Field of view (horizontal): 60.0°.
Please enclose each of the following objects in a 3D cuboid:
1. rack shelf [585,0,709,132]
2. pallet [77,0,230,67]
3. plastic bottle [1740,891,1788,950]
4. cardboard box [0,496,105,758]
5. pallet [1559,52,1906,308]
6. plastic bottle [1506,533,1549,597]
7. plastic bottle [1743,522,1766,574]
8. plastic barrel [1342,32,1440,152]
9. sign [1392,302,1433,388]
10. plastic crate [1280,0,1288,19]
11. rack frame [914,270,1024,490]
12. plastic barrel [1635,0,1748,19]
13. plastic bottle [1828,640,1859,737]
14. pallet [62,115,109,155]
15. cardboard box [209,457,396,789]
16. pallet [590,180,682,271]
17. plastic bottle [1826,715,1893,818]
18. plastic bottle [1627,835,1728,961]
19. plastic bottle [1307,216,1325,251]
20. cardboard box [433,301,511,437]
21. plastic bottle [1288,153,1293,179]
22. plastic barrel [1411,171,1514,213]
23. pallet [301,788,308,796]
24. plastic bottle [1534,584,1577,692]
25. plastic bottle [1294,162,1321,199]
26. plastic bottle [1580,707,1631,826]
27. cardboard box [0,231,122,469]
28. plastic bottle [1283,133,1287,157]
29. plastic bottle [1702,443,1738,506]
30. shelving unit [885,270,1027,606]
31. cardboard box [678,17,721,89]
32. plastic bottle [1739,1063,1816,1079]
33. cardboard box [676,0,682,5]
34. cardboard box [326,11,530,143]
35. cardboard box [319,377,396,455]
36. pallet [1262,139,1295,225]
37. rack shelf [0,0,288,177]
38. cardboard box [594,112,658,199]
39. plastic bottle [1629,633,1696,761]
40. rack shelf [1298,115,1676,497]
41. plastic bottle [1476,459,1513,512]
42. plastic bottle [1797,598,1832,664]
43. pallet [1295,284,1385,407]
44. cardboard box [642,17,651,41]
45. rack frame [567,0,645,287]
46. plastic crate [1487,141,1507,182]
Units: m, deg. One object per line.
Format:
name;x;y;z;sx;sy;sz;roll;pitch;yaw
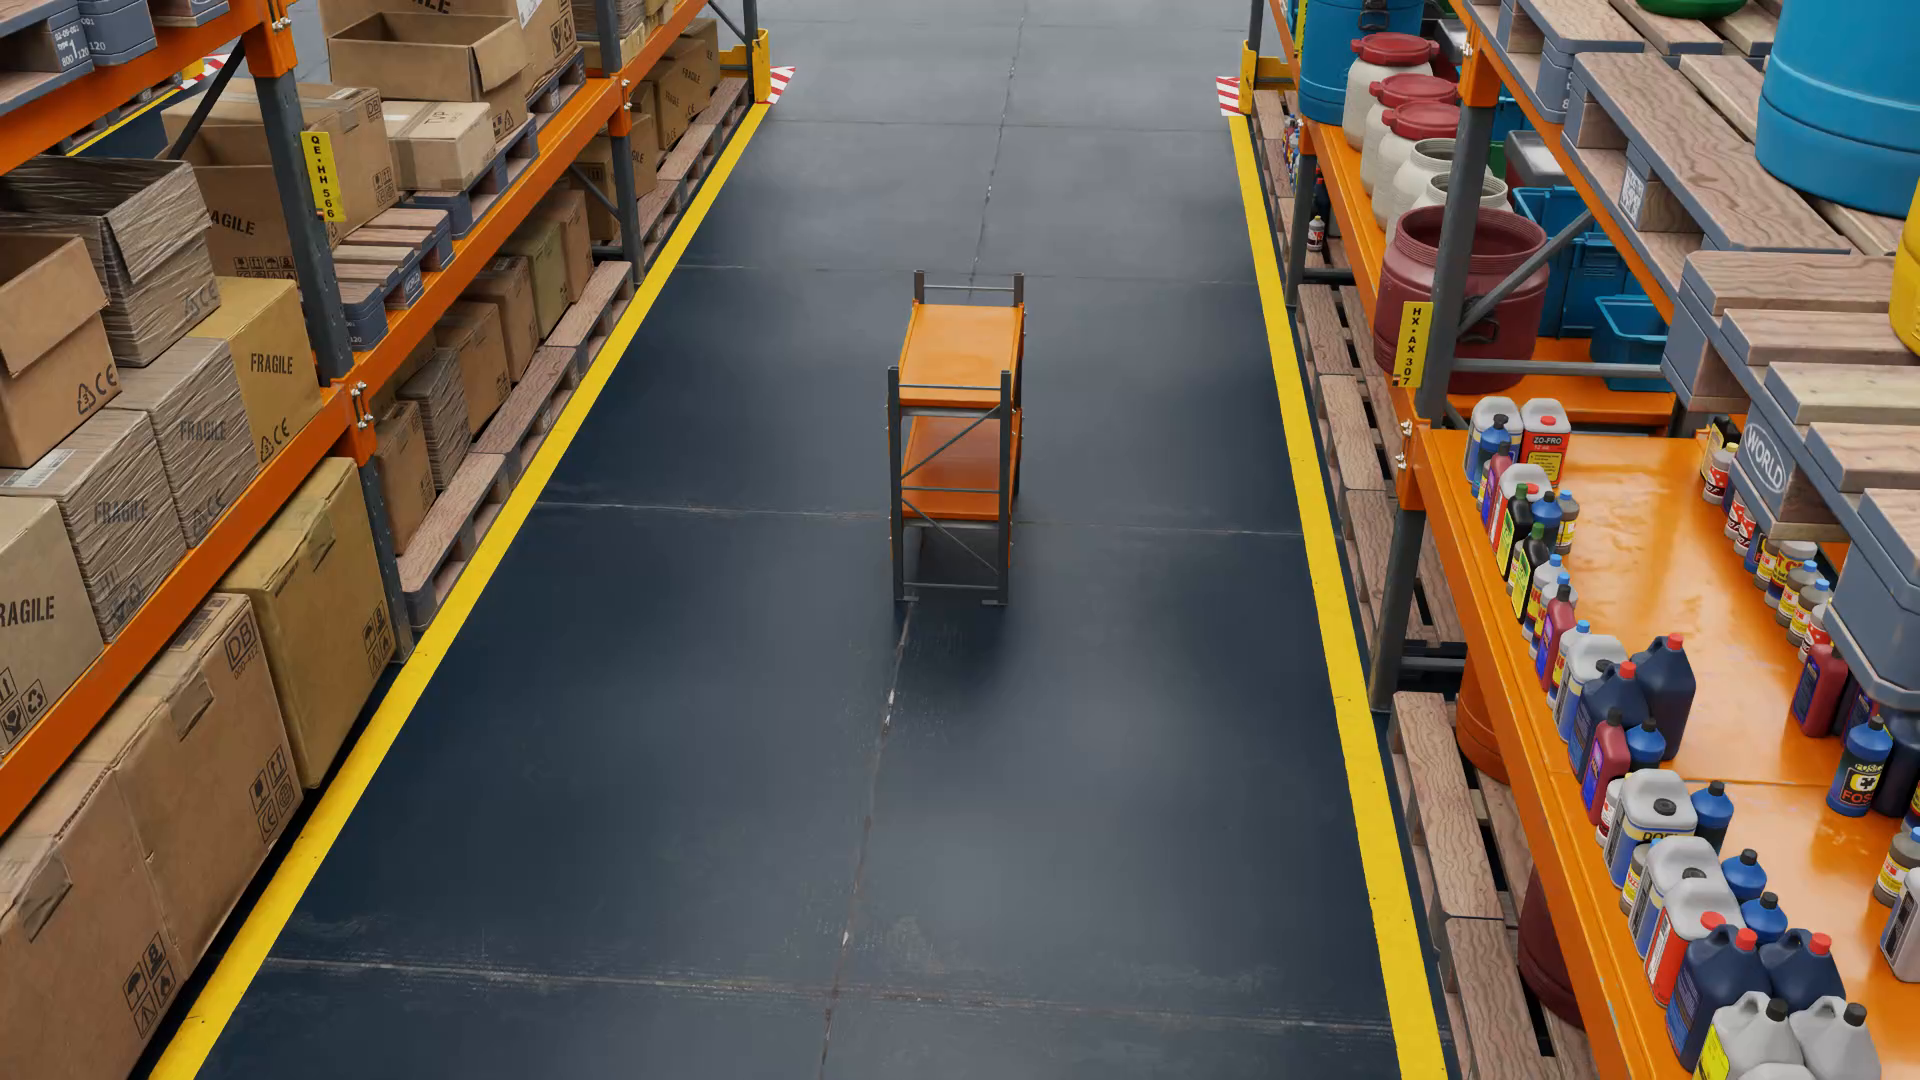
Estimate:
rack shelf;-2.309;-3.639;11.481;1.077;0.370;4.000;2;32;4
pallet;-2.797;-1.665;4.914;1.213;0.211;1.003;4;32;6
plastic bottle;1.720;0.871;3.600;0.097;0.271;0.097;0;32;0
cardboard box;-2.718;0.217;4.444;0.500;0.500;0.500;3;32;5
pallet;1.869;-0.708;3.361;1.003;0.211;1.213;2;32;4
plastic bottle;1.697;0.072;4.963;0.097;0.201;0.097;0;32;0
plastic bottle;2.469;-0.029;5.061;0.097;0.271;0.097;0;32;0
plastic barrel;2.168;-2.254;8.420;0.433;0.535;0.433;0;32;0
sign;1.590;-0.685;5.847;0.100;0.325;0.005;2;32;4
plastic crate;2.345;-3.435;10.716;0.530;0.136;0.437;2;32;4
rack frame;0.041;-0.741;7.880;0.500;1.125;0.032;2;32;4
plastic barrel;1.824;-1.441;4.118;0.294;0.245;0.294;0;32;0
plastic bottle;2.384;0.334;4.396;0.144;0.351;0.185;2;32;4
pallet;-7.170;-3.011;12.434;1.003;0.211;1.213;2;32;4
cardboard box;-2.874;0.278;6.064;1.225;0.875;0.875;1;32;2
pallet;-2.452;-2.065;10.899;1.003;0.211;1.213;2;32;4
plastic bottle;2.234;0.552;4.118;0.097;0.271;0.097;0;32;0
plastic bottle;1.605;0.804;3.705;0.152;0.276;0.135;2;32;4
plastic bottle;2.184;-1.887;10.200;0.097;0.201;0.097;0;32;0
cardboard box;-2.691;-0.869;8.265;0.700;0.500;0.500;5;32;8
plastic bottle;2.288;-2.557;11.288;0.097;0.201;0.097;0;32;0
plastic barrel;2.010;-1.191;6.716;0.421;0.512;0.421;0;32;0
pallet;-2.937;0.789;6.269;1.003;0.211;1.213;2;32;4
plastic bottle;1.642;0.268;4.566;0.061;0.283;0.133;2;32;4
plastic bottle;2.272;-2.365;10.835;0.144;0.351;0.185;2;32;4
plastic bottle;1.597;0.556;4.100;0.061;0.283;0.133;2;32;4
cardboard box;-2.929;-0.555;4.740;0.797;0.503;0.637;3;32;5
plastic bottle;2.324;-2.786;11.660;0.097;0.201;0.097;0;32;0
plastic bottle;2.504;-0.222;5.441;0.097;0.201;0.097;0;32;0
shelving unit;-0.001;-0.475;7.449;0.538;1.125;1.048;2;32;4
cardboard box;-2.213;-3.780;13.006;0.500;0.500;0.500;8;33;13
plastic bottle;1.553;1.138;3.163;0.152;0.276;0.135;2;32;4
cardboard box;-2.045;-3.677;11.096;0.380;0.149;0.250;2;32;4
cardboard box;-2.521;-2.211;7.981;0.797;0.503;0.637;6;32;9
cardboard box;-2.773;-0.601;7.115;0.500;0.250;0.500;4;32;6
pallet;2.658;-2.489;11.588;1.003;0.211;1.213;2;32;4
rack shelf;-2.960;-0.732;3.906;1.077;0.370;4.000;2;32;4
cardboard box;-2.360;-2.521;10.964;0.500;0.500;0.500;13;34;19
plastic bottle;1.815;0.382;4.318;0.144;0.351;0.185;2;32;4
rack shelf;2.302;-1.335;7.744;1.077;0.370;4.000;2;32;4
plastic bottle;1.737;-0.189;5.386;0.097;0.201;0.097;0;32;0
plastic bottle;2.430;0.255;4.667;0.097;0.201;0.097;0;32;0
pallet;2.440;-1.088;9.314;1.003;0.211;1.213;2;32;4
cardboard box;-2.128;-3.154;10.248;0.380;0.149;0.250;2;32;4
rack frame;-2.472;-2.899;9.595;1.000;3.000;0.127;2;32;4
plastic crate;2.604;-1.675;7.810;0.450;0.188;0.662;2;32;4
